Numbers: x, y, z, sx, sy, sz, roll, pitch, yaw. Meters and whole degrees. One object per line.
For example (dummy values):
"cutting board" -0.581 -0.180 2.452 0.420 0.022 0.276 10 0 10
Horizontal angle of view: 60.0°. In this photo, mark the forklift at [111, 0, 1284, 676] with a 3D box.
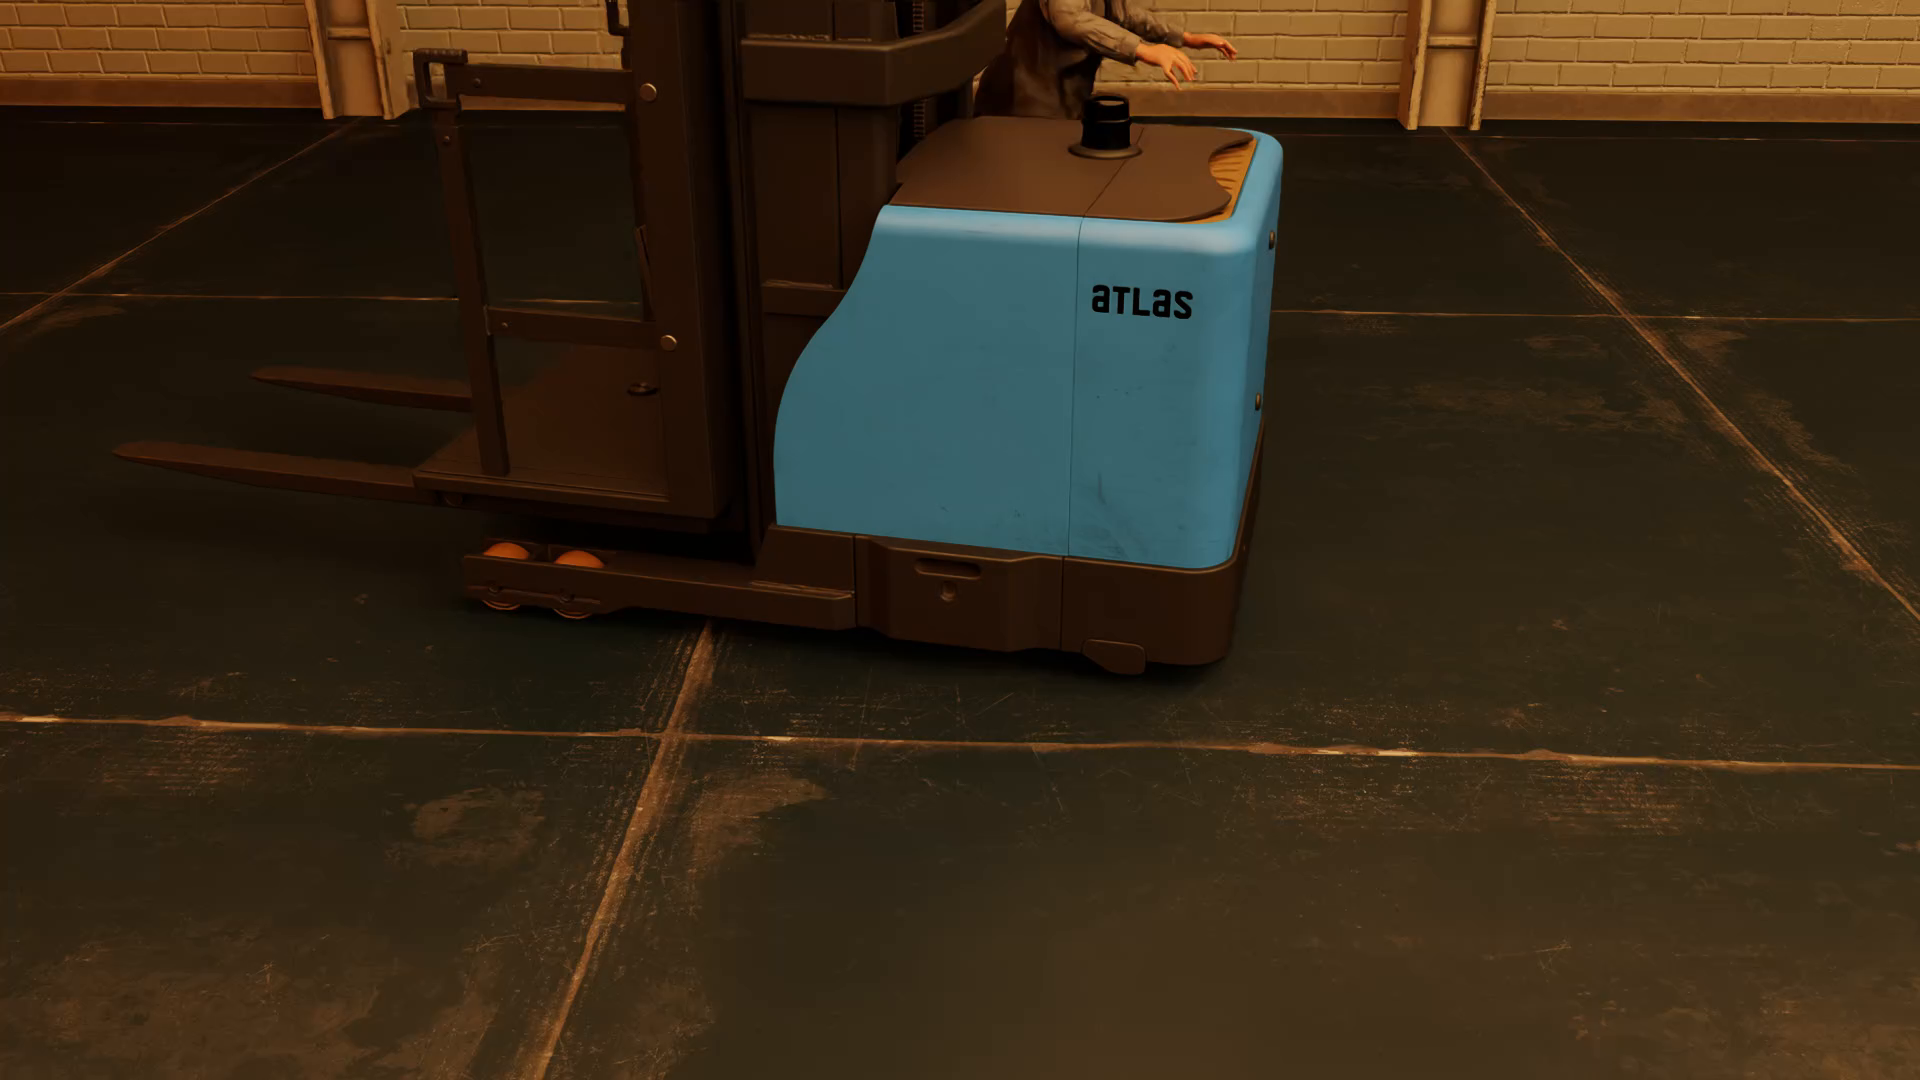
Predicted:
"forklift" -0.749 -1.337 3.919 3.031 2.935 1.130 6 27 12

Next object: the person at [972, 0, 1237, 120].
"person" 0.559 -1.381 5.625 1.069 1.530 0.909 -13 29 -24
